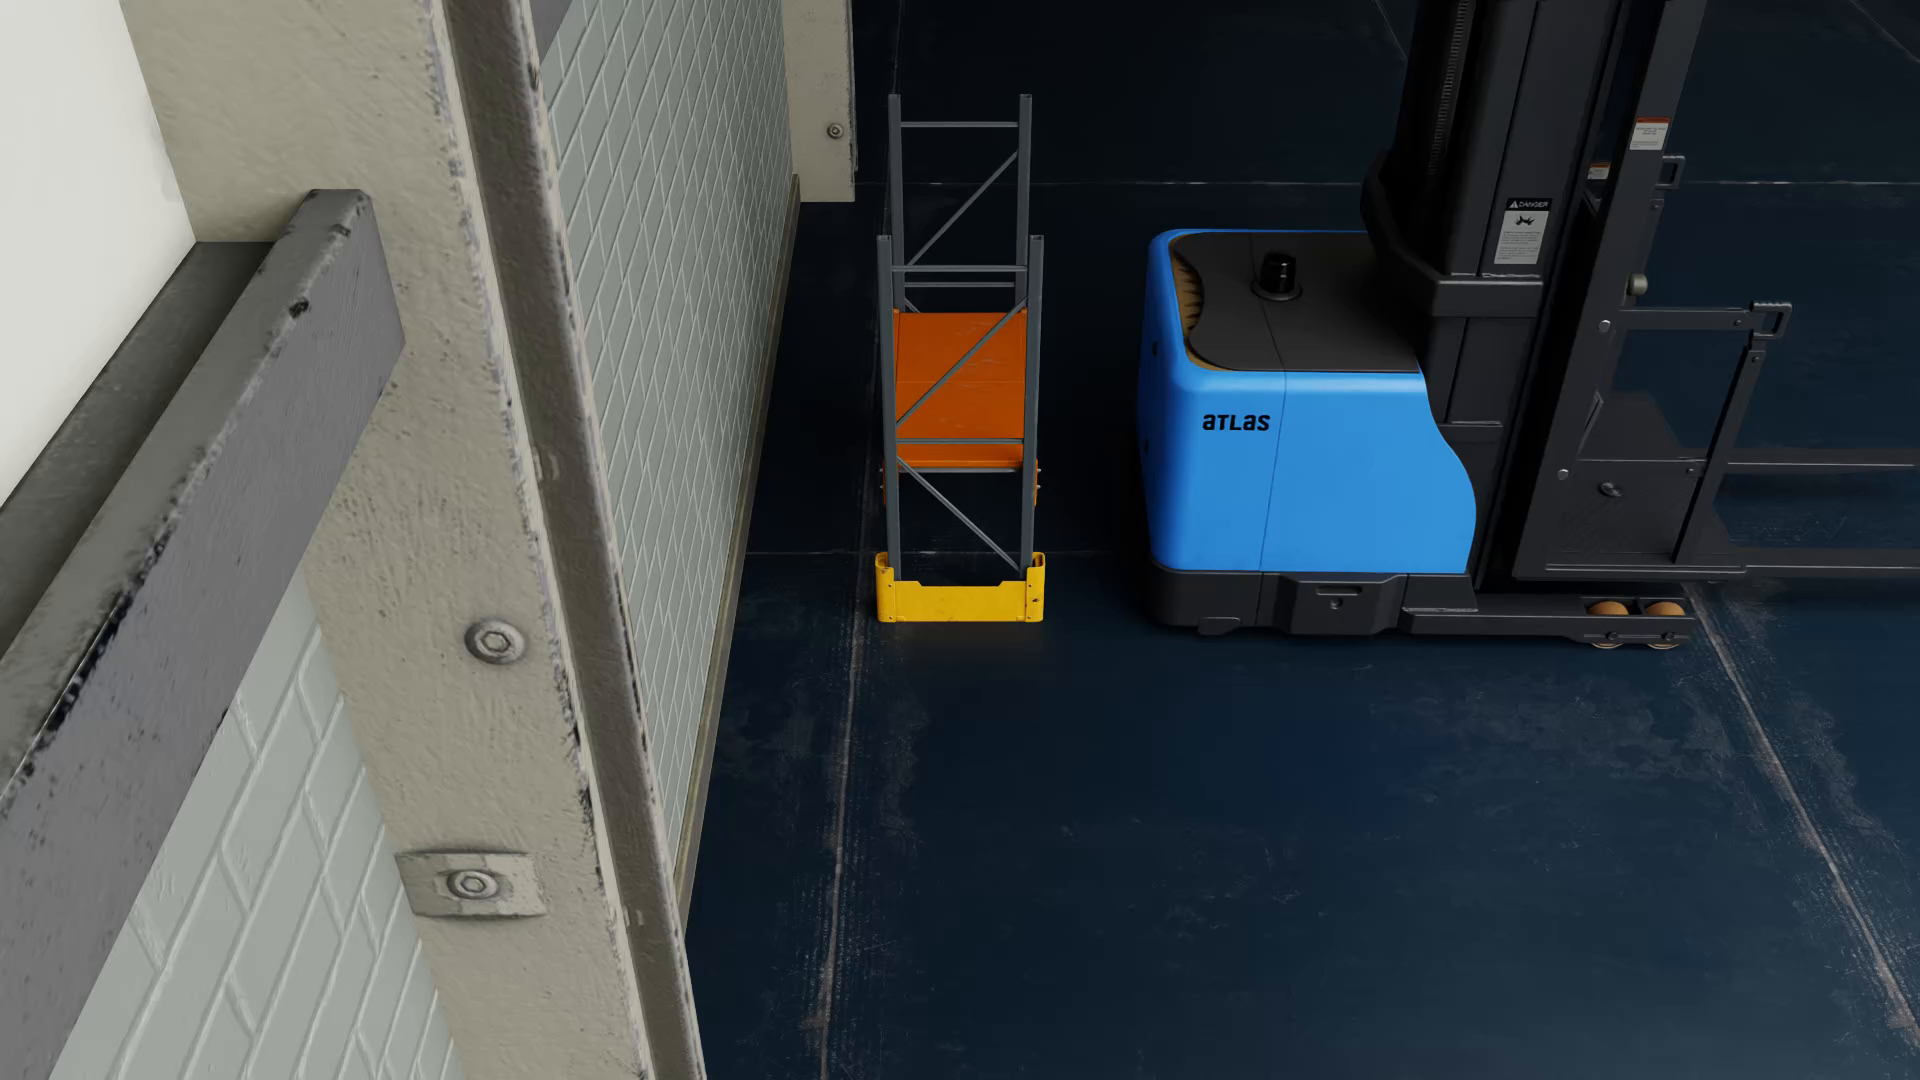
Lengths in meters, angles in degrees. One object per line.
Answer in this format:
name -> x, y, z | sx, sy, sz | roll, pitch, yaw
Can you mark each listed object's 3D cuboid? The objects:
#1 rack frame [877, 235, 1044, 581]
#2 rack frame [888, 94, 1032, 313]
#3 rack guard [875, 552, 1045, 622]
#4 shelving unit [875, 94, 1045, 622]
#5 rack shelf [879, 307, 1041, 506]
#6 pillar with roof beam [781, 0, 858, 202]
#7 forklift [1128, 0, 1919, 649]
rack frame -> 0.000, -0.321, 5.451 | 0.500, 1.500, 0.032 | 0, 39, 0
rack frame -> -0.001, -0.956, 6.244 | 0.500, 1.500, 0.032 | 0, 39, 0
rack guard -> 0.000, 0.166, 5.843 | 0.587, 0.250, 0.087 | 0, 39, 0
shelving unit -> 0.000, -0.633, 5.840 | 0.587, 1.500, 1.083 | 0, 39, 0
rack shelf -> 0.000, -0.498, 5.960 | 0.538, 0.185, 1.000 | 0, 39, 0
pillar with roof beam -> 3.619, -5.343, 5.722 | 9.100, 9.000, 0.400 | 0, 39, 0
forklift -> 2.165, -1.102, 5.282 | 3.031, 2.935, 1.130 | 1, 39, 1
